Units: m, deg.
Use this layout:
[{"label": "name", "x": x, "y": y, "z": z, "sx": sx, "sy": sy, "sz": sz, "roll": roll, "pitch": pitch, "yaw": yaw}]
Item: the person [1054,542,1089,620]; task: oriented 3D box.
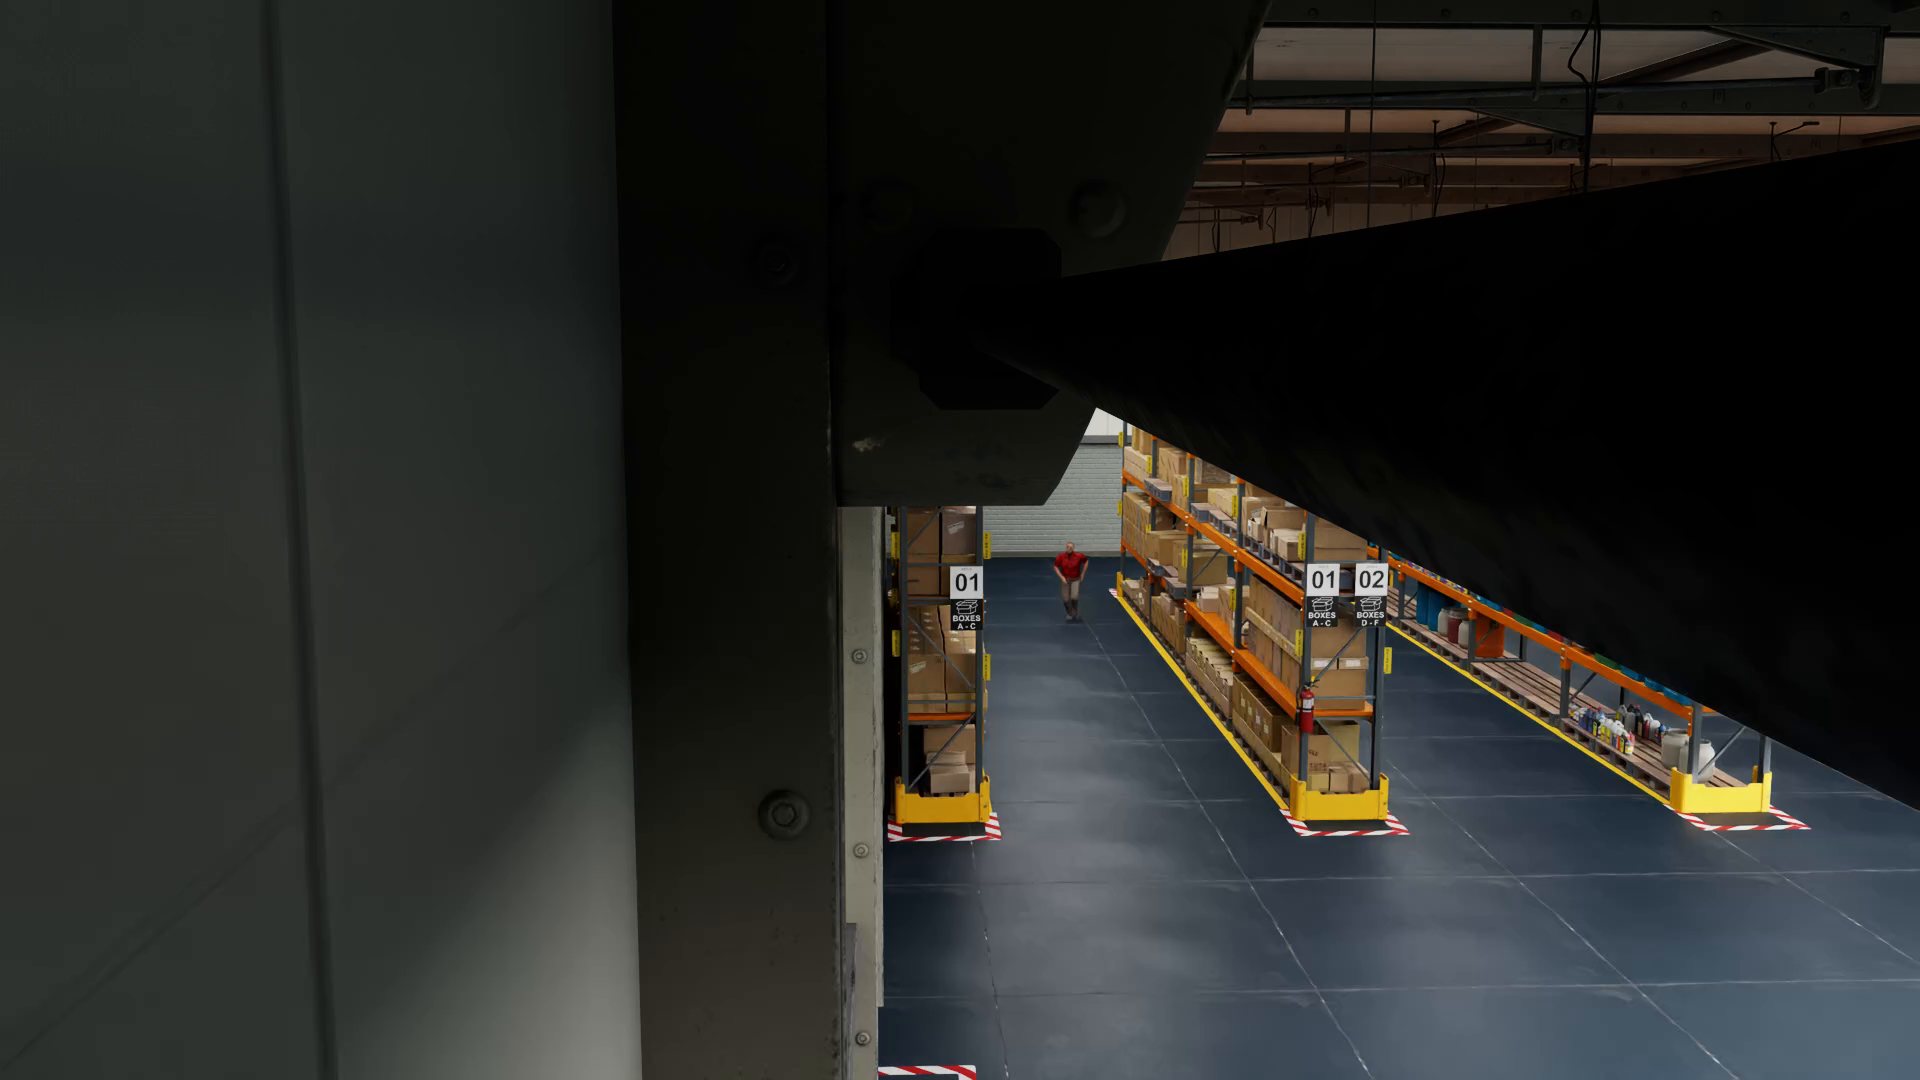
[{"label": "person", "x": 2.242, "y": 0.824, "z": 33.507, "sx": 0.693, "sy": 1.635, "sz": 0.728, "roll": 1, "pitch": 8, "yaw": 8}]
